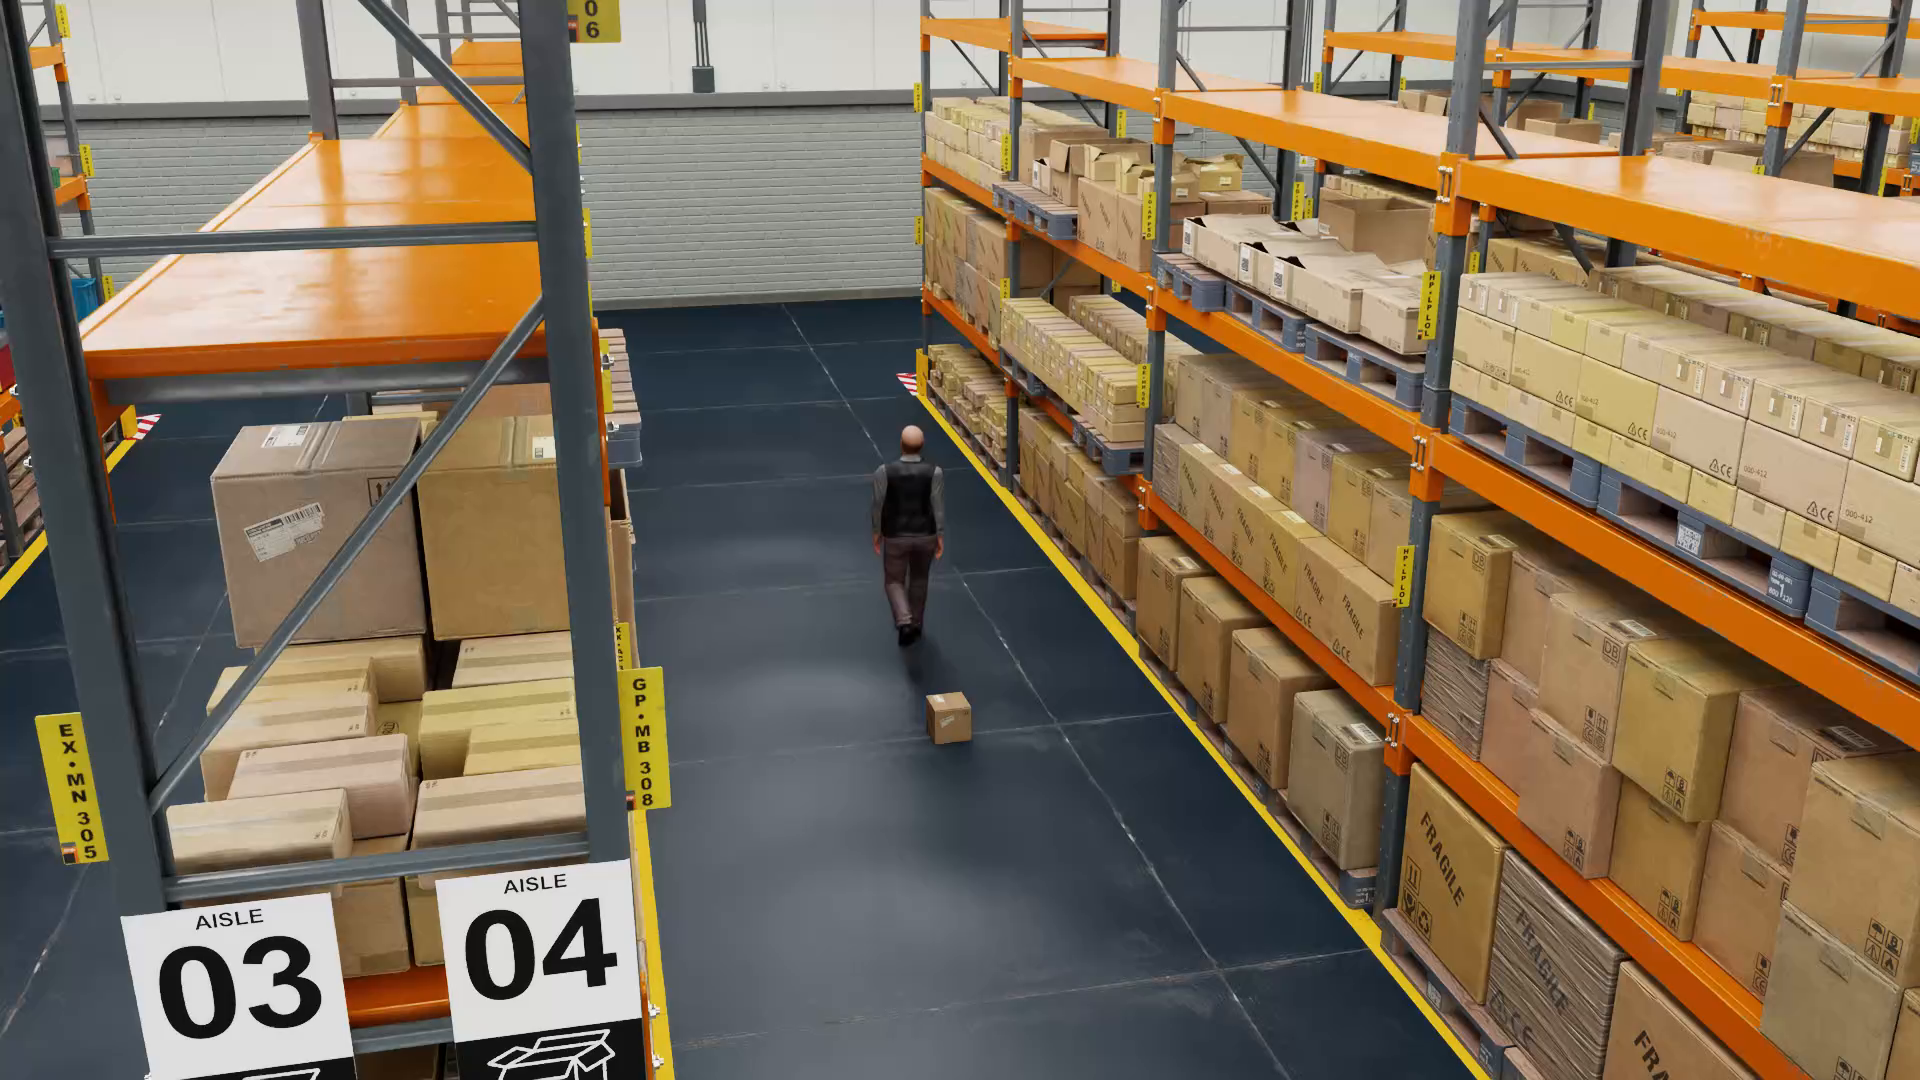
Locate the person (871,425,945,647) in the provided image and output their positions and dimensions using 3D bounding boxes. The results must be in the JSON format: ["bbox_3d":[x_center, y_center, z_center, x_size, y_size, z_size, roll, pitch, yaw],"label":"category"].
[{"bbox_3d":[-0.384,-0.008,12.420,0.550,1.697,0.838,-3,20,-8],"label":"person"}]
